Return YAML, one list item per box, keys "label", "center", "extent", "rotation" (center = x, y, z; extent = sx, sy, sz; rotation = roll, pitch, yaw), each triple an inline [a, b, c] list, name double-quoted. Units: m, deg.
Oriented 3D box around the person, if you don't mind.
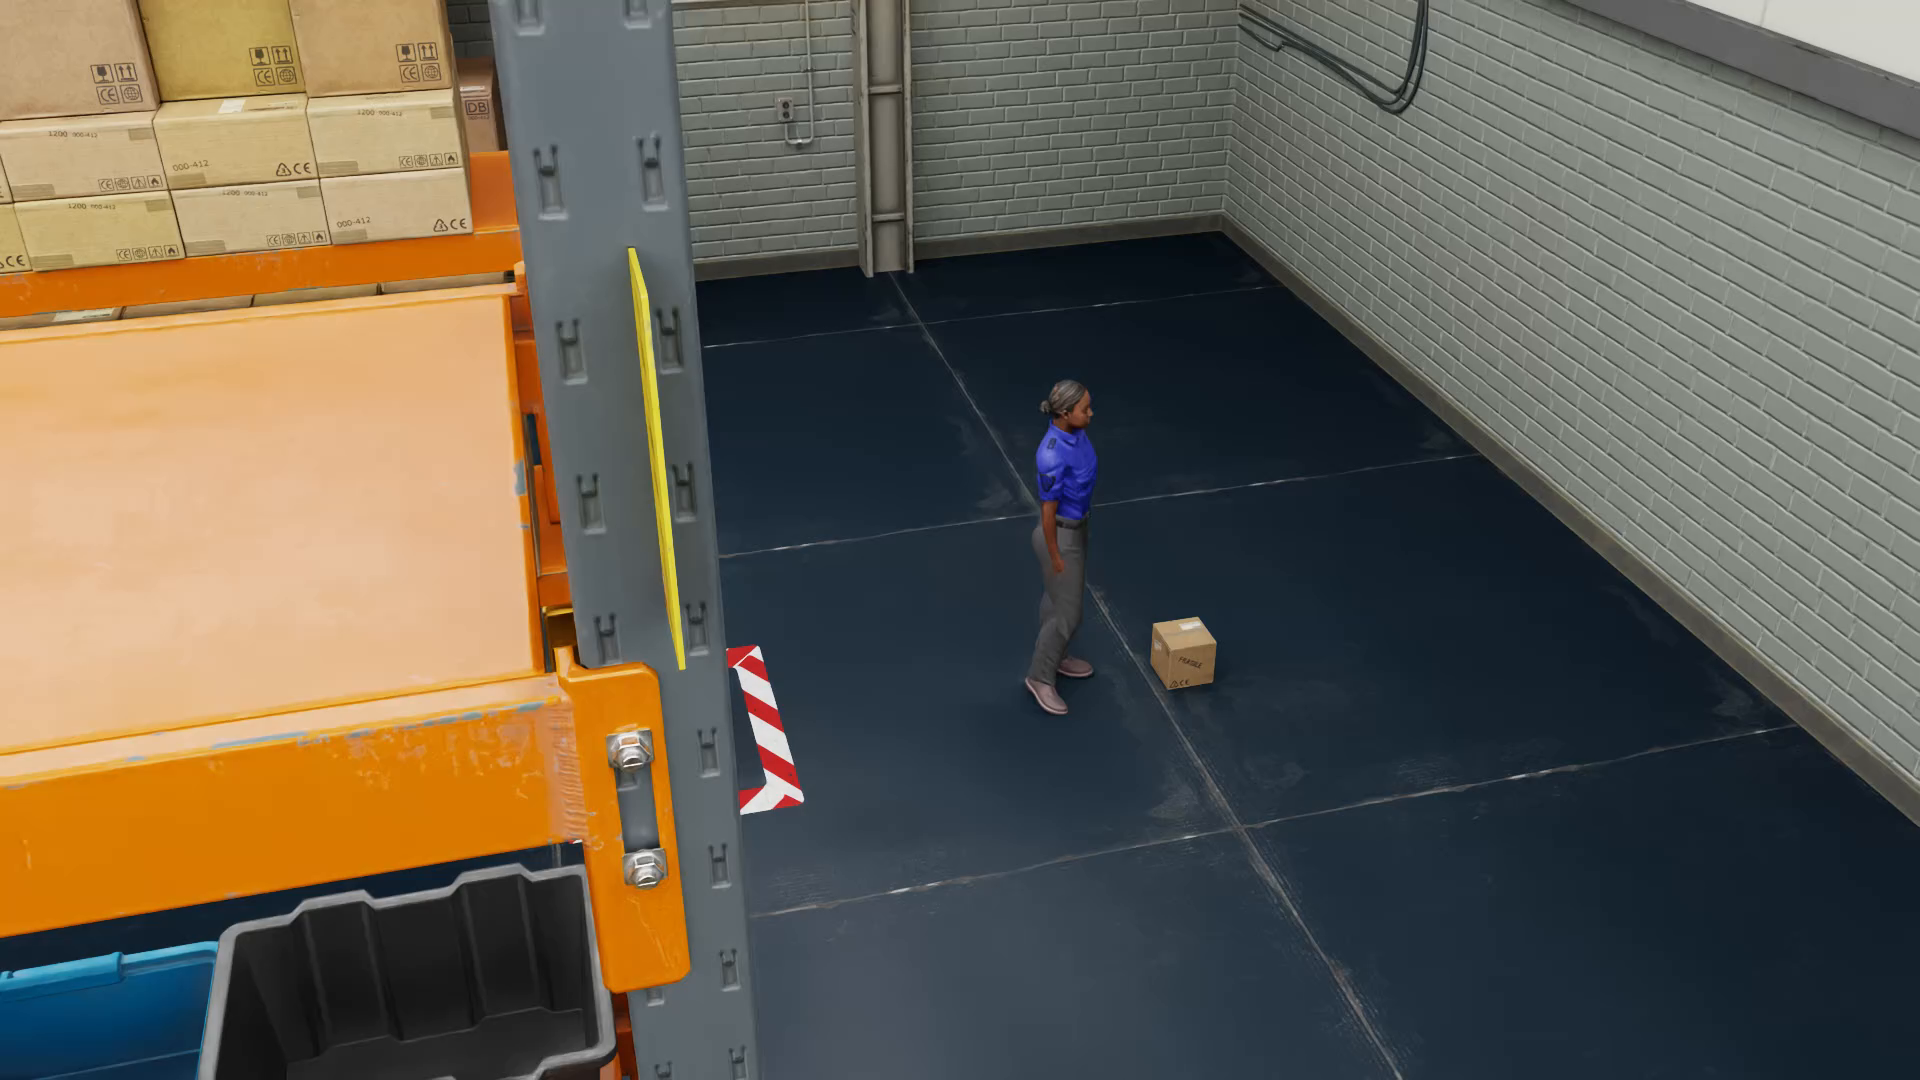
- label: "person"
  center: [0.507, 0.012, 8.112]
  extent: [0.319, 1.677, 0.592]
  rotation: [7, 31, 12]
